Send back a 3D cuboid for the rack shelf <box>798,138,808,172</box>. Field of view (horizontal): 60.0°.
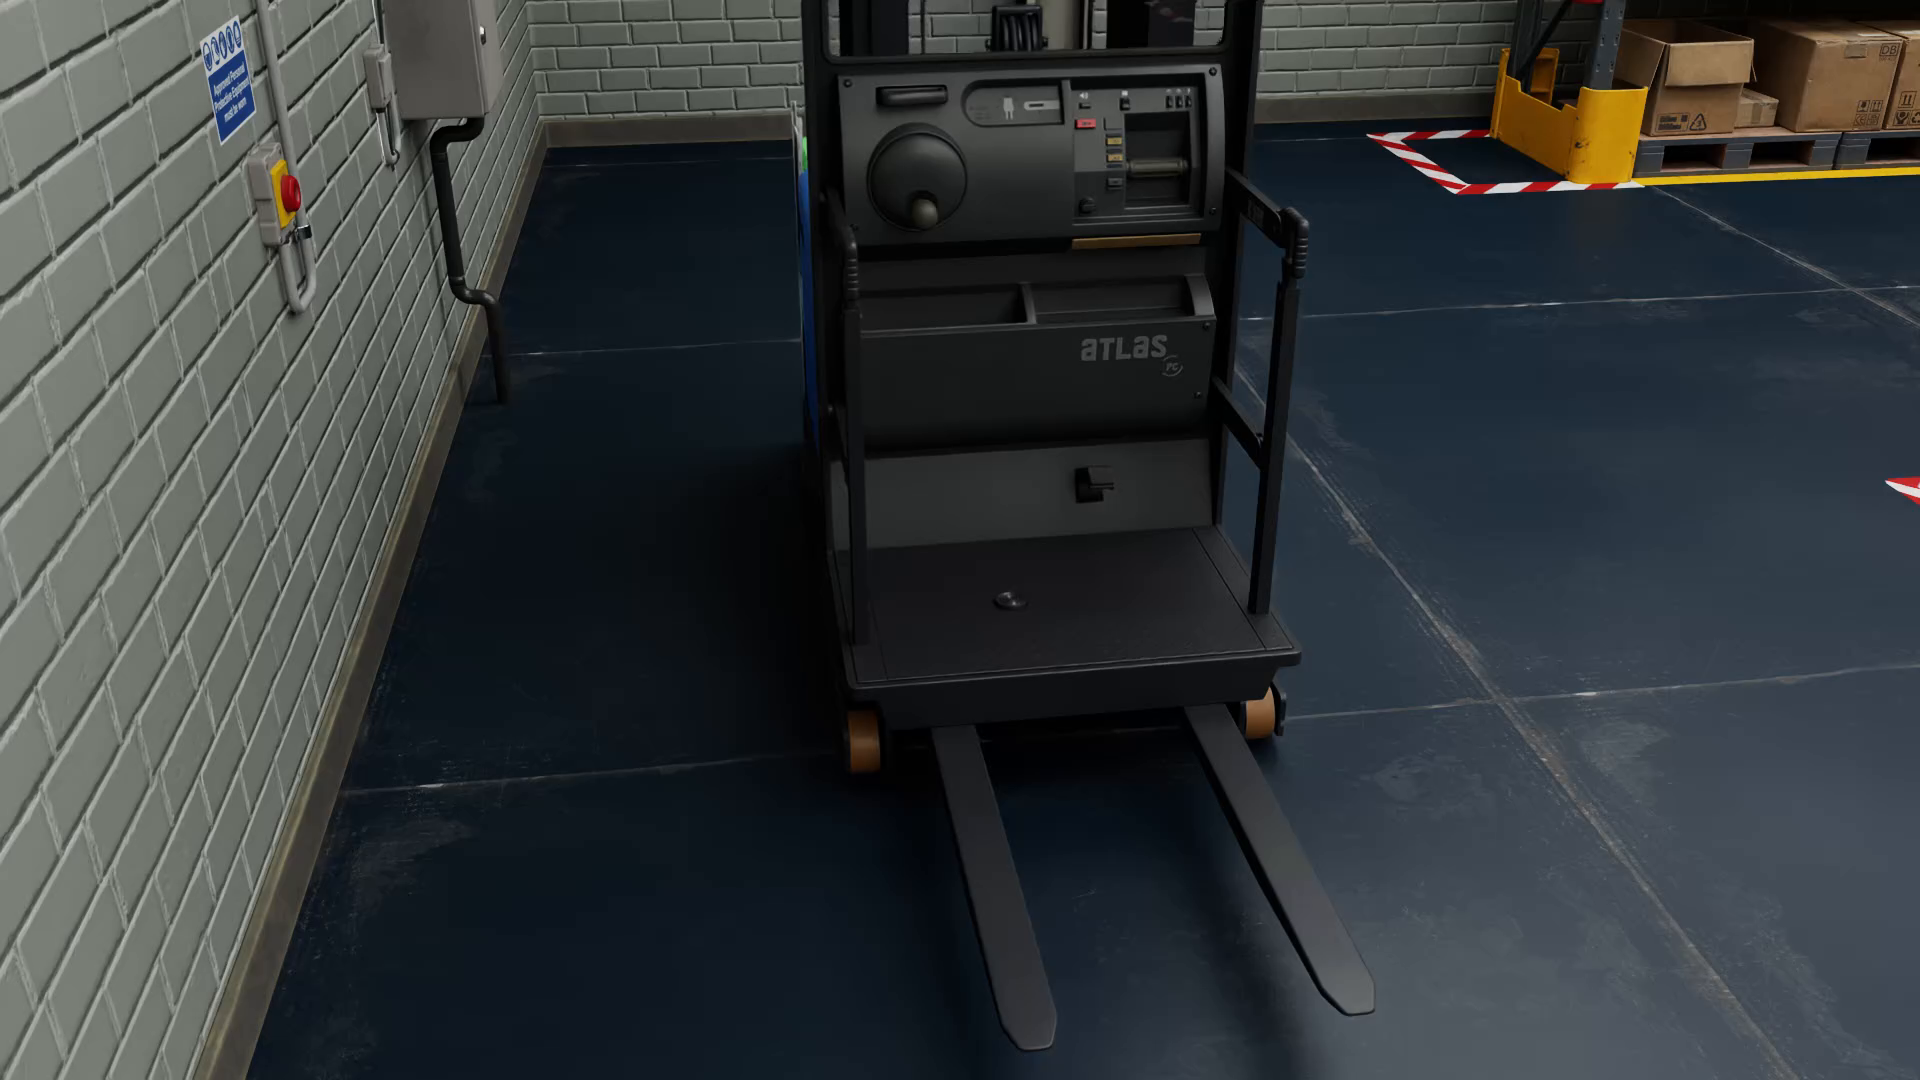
[{"bbox_3d":[-0.281,-1.227,5.416,0.480,0.148,0.258,-5,28,-9],"label":"rack shelf"}]

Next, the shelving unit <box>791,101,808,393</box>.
[{"bbox_3d":[-0.281,-0.857,5.606,0.503,1.200,0.258,-5,28,-9],"label":"shelving unit"}]

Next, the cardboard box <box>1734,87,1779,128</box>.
[{"bbox_3d":[4.389,-2.449,9.401,0.250,0.149,0.380,-5,28,-9],"label":"cardboard box"}]

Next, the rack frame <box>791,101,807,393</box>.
[{"bbox_3d":[-0.522,-0.838,5.568,0.015,1.200,0.240,-5,28,-9],"label":"rack frame"}]

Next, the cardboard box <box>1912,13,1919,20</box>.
[{"bbox_3d":[5.843,-2.699,9.503,0.500,0.500,0.700,-5,28,-9],"label":"cardboard box"}]

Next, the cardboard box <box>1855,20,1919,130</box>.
[{"bbox_3d":[5.352,-2.621,9.351,0.500,0.500,0.500,-3,27,-6],"label":"cardboard box"}]

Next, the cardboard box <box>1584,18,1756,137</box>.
[{"bbox_3d":[3.963,-2.598,9.302,0.637,0.503,0.797,-5,28,-9],"label":"cardboard box"}]

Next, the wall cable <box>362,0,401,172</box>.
[{"bbox_3d":[-1.750,-2.005,4.759,0.122,1.984,0.588,-4,27,-7],"label":"wall cable"}]

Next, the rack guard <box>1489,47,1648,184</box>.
[{"bbox_3d":[3.419,-2.418,9.415,0.348,0.500,1.175,-4,27,-7],"label":"rack guard"}]

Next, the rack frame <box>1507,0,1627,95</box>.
[{"bbox_3d":[3.344,-3.526,8.835,0.127,3.000,1.000,-4,27,-7],"label":"rack frame"}]

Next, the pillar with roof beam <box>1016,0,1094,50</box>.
[{"bbox_3d":[1.148,-4.485,4.133,0.400,9.000,9.100,-4,27,-7],"label":"pillar with roof beam"}]

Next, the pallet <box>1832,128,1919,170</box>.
[{"bbox_3d":[5.414,-2.417,9.729,1.213,0.211,1.003,-4,27,-7],"label":"pallet"}]

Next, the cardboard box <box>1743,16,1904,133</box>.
[{"bbox_3d":[4.815,-2.633,9.374,0.500,0.500,0.700,-3,27,-5],"label":"cardboard box"}]

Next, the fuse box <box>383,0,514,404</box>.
[{"bbox_3d":[-1.689,-1.298,5.906,0.414,1.711,0.539,-4,27,-7],"label":"fuse box"}]

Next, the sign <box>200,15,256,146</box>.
[{"bbox_3d":[-1.595,-1.007,3.631,0.001,0.218,0.327,-4,27,-7],"label":"sign"}]

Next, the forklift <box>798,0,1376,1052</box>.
[{"bbox_3d":[0.211,-0.897,3.788,1.130,2.935,3.031,-4,27,-8],"label":"forklift"}]

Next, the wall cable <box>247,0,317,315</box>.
[{"bbox_3d":[-1.541,-1.379,3.504,0.123,1.953,0.585,-4,27,-7],"label":"wall cable"}]

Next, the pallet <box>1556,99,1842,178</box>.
[{"bbox_3d":[4.209,-2.341,9.581,1.213,0.211,1.003,-4,27,-7],"label":"pallet"}]

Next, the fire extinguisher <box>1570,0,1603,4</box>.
[{"bbox_3d":[3.263,-3.107,8.513,0.183,0.674,0.296,-4,27,-7],"label":"fire extinguisher"}]
